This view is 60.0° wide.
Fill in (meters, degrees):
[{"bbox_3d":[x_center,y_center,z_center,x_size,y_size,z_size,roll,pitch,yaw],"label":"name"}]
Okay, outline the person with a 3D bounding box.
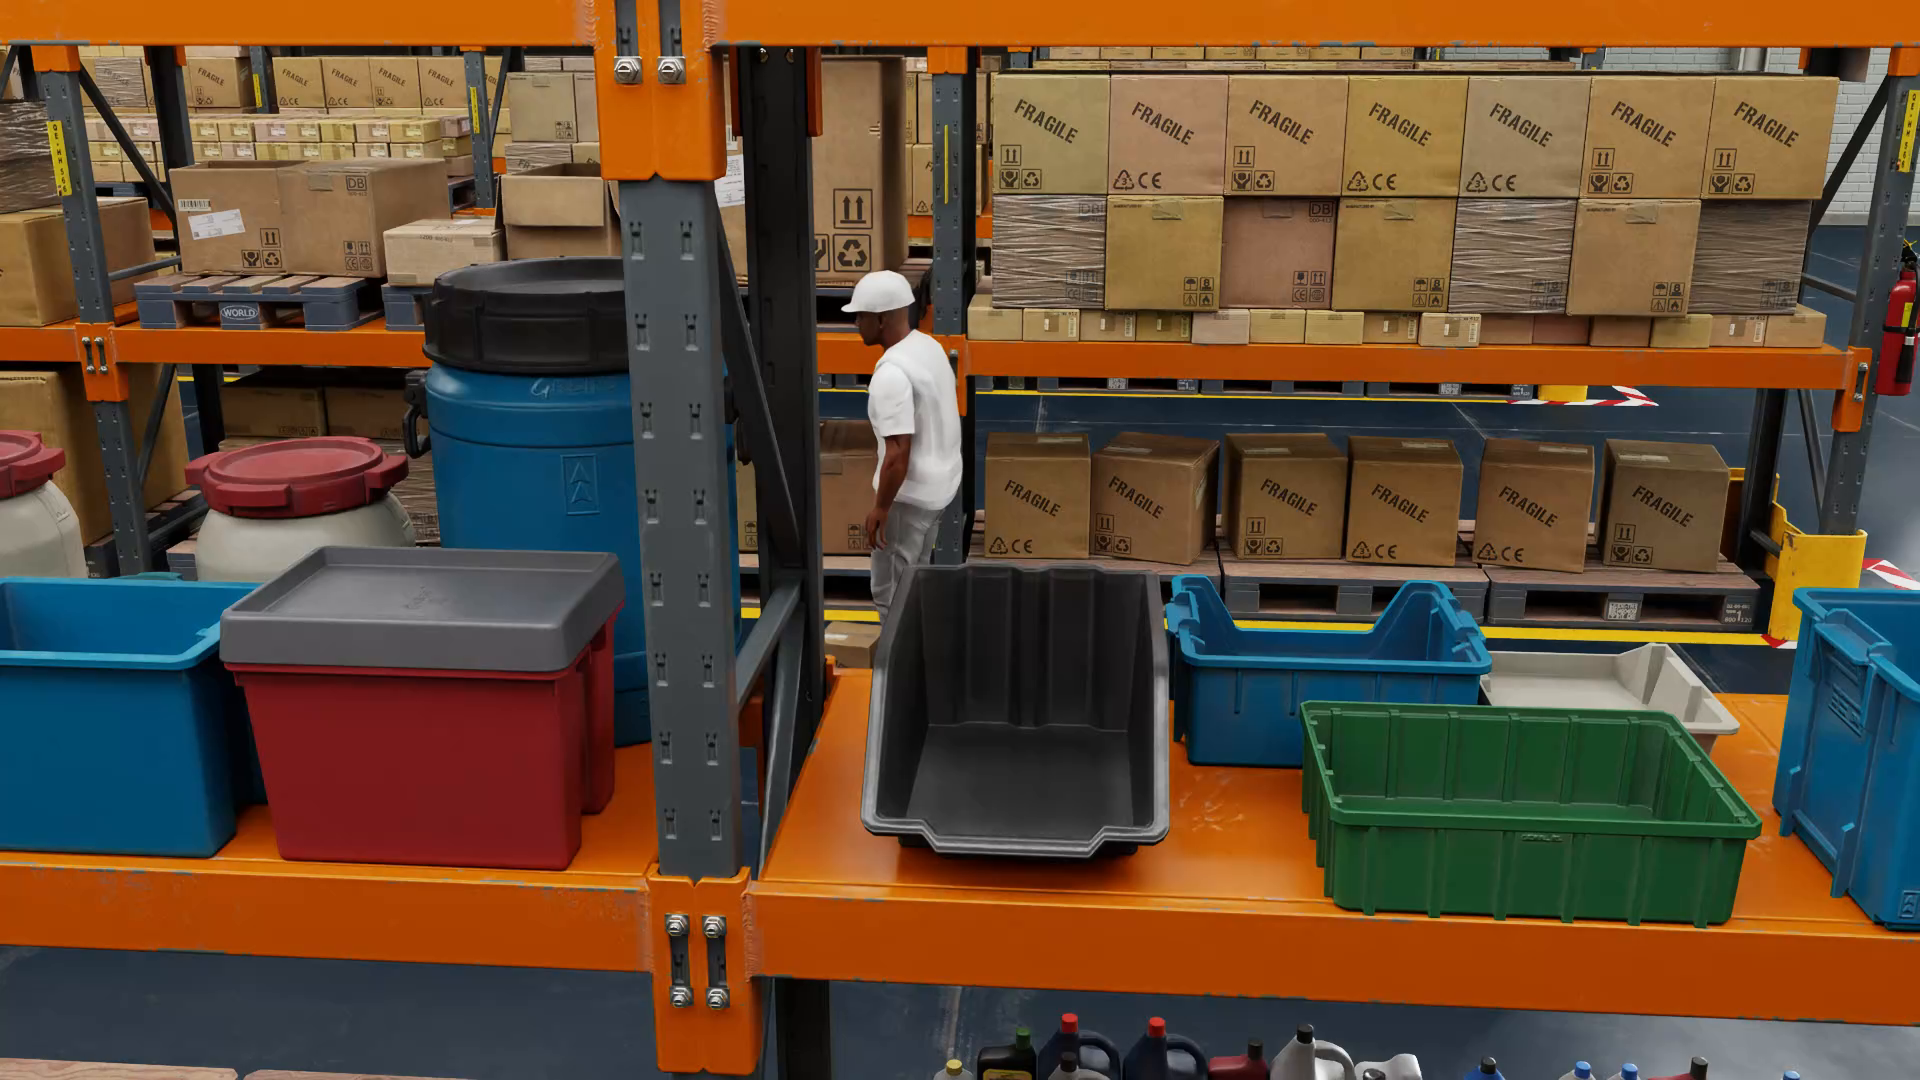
[{"bbox_3d":[-0.231,-0.195,6.642,0.458,1.760,0.616,5,18,15],"label":"person"}]
